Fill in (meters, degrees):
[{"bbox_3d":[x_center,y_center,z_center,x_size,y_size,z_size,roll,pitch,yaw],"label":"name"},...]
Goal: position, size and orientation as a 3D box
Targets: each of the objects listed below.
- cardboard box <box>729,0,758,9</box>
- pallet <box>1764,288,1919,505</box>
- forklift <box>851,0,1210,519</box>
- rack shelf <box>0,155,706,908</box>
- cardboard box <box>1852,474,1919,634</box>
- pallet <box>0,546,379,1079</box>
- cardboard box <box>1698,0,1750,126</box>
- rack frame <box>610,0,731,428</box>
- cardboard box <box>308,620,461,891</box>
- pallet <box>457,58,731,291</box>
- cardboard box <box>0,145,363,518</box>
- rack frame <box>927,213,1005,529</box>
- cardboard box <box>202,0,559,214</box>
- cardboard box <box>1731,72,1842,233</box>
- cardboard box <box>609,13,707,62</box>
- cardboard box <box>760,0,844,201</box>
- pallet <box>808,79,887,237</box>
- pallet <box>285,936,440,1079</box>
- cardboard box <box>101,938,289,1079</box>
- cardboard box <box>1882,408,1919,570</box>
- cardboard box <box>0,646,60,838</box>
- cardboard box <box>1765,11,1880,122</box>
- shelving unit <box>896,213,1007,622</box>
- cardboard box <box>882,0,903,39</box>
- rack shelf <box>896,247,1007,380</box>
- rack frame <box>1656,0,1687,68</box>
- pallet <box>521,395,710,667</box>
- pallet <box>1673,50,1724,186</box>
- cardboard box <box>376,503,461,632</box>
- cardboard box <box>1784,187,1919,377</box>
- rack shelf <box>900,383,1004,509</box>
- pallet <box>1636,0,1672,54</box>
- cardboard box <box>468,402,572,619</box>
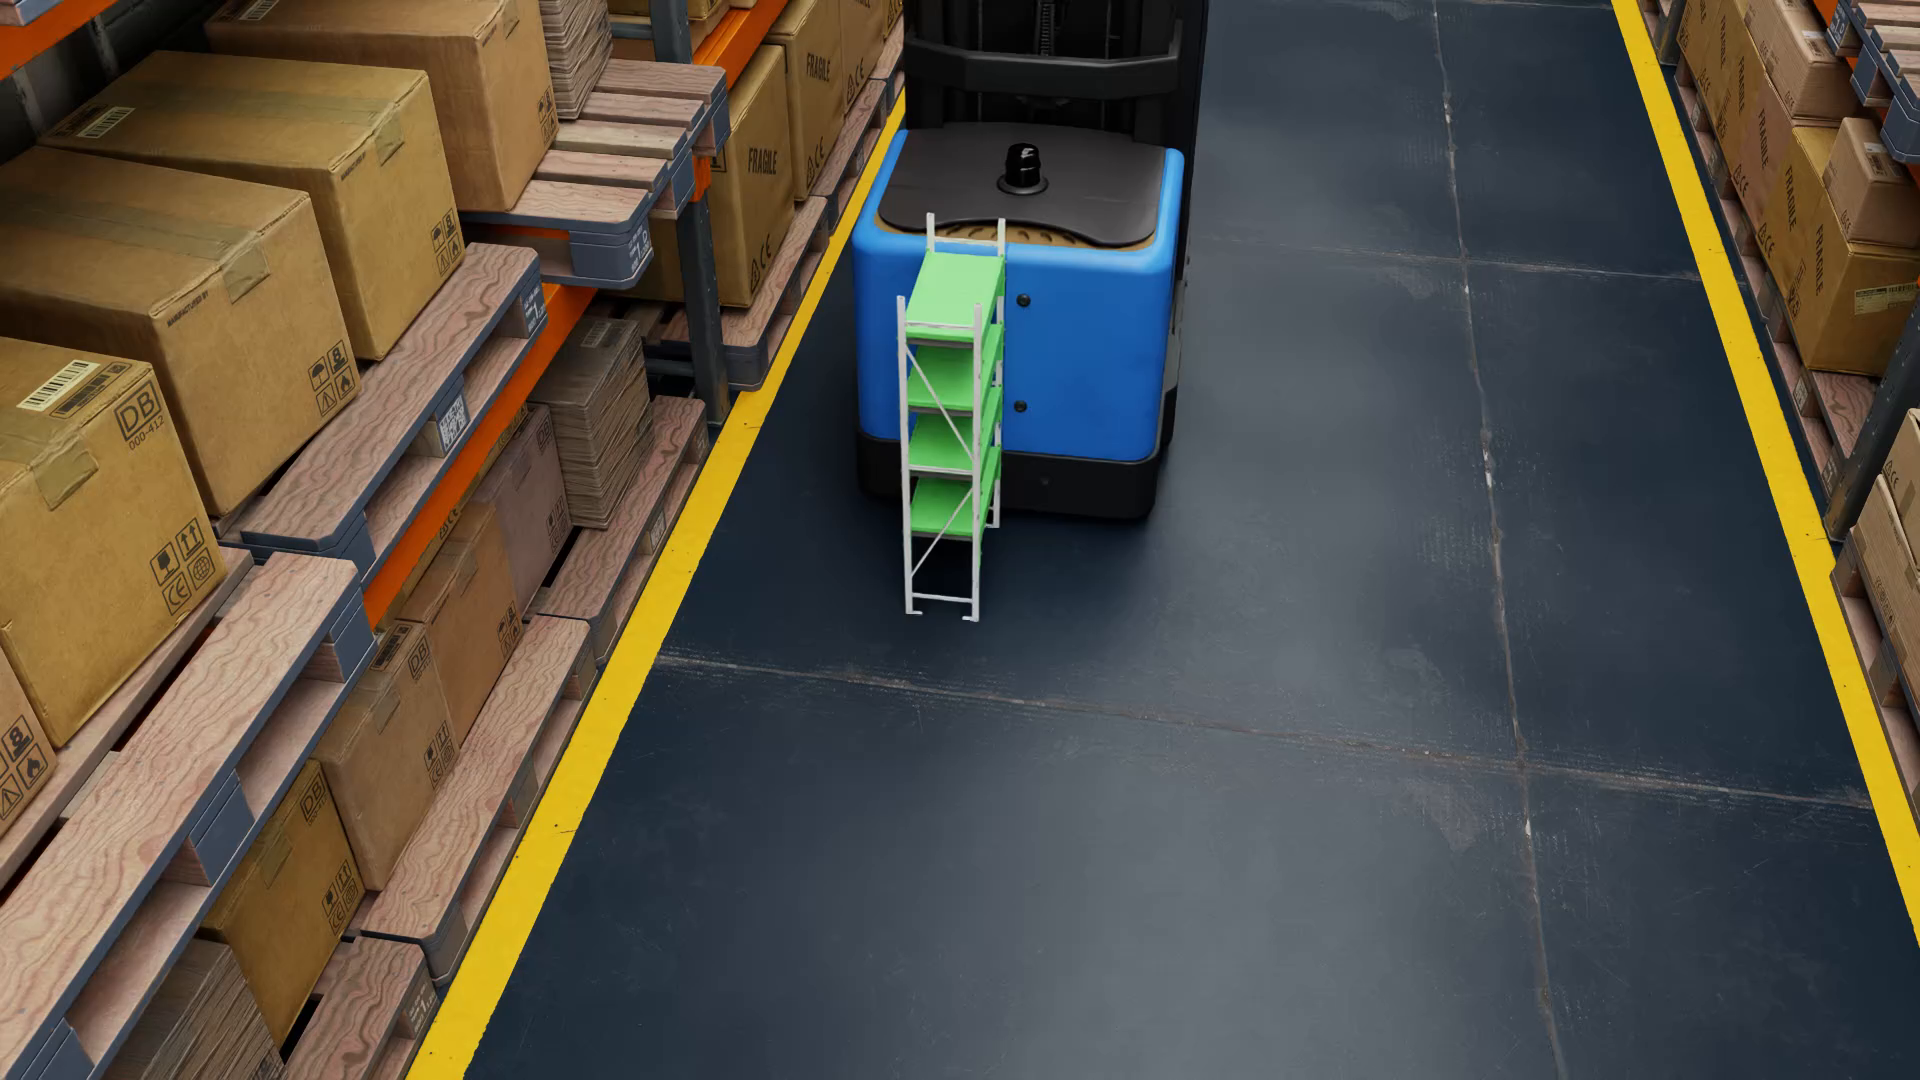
[{"bbox_3d":[-0.911,-2.078,6.091,0.380,0.149,0.250,8,40,9],"label":"cardboard box"},{"bbox_3d":[3.668,-0.518,6.210,1.003,0.211,1.213,6,40,8],"label":"pallet"},{"bbox_3d":[0.378,-2.140,6.038,1.130,2.935,3.031,6,40,7],"label":"forklift"},{"bbox_3d":[-1.724,-0.139,4.129,1.077,0.370,4.000,6,40,8],"label":"rack shelf"},{"bbox_3d":[3.122,0.066,5.144,0.500,0.250,0.500,6,40,8],"label":"cardboard box"},{"bbox_3d":[-1.794,0.449,3.004,1.003,0.211,1.213,6,40,8],"label":"pallet"},{"bbox_3d":[3.789,-2.232,7.712,0.500,0.500,0.500,7,40,8],"label":"cardboard box"},{"bbox_3d":[-1.378,-1.672,5.418,1.000,3.000,0.127,6,40,8],"label":"rack frame"},{"bbox_3d":[-1.791,0.523,4.380,0.700,0.500,0.500,7,40,8],"label":"cardboard box"},{"bbox_3d":[-1.396,-1.139,4.924,1.213,0.211,1.003,6,40,8],"label":"pallet"},{"bbox_3d":[-1.761,-0.452,3.519,0.700,0.500,0.500,12,41,14],"label":"cardboard box"},{"bbox_3d":[0.018,-0.518,5.435,0.240,1.200,0.015,6,40,7],"label":"rack frame"},{"bbox_3d":[-1.519,-1.230,4.460,0.700,0.500,0.500,3,40,3],"label":"cardboard box"},{"bbox_3d":[3.607,-1.602,6.950,0.500,0.500,0.500,5,40,6],"label":"cardboard box"},{"bbox_3d":[-1.093,-1.764,5.711,0.380,0.149,0.250,6,40,7],"label":"cardboard box"},{"bbox_3d":[-0.963,-2.001,7.174,0.750,0.750,0.750,6,40,7],"label":"cardboard box"},{"bbox_3d":[-0.954,-1.847,7.818,1.003,0.211,1.213,6,40,8],"label":"pallet"},{"bbox_3d":[-1.937,1.425,3.861,1.003,0.211,1.213,6,40,8],"label":"pallet"},{"bbox_3d":[-1.959,1.169,3.599,0.700,0.500,0.500,8,40,9],"label":"cardboard box"},{"bbox_3d":[3.122,-0.150,4.965,0.500,0.311,0.500,8,40,9],"label":"cardboard box"},{"bbox_3d":[-1.948,0.315,2.591,0.700,0.500,0.500,7,40,8],"label":"cardboard box"},{"bbox_3d":[3.611,-1.914,6.739,0.500,0.250,0.500,6,40,7],"label":"cardboard box"},{"bbox_3d":[-0.020,-0.365,5.249,0.258,1.200,0.503,6,40,7],"label":"shelving unit"},{"bbox_3d":[-0.670,-3.093,8.495,0.750,0.750,0.750,7,40,8],"label":"cardboard box"},{"bbox_3d":[-0.020,-0.685,4.984,0.258,0.148,0.480,6,40,7],"label":"rack shelf"},{"bbox_3d":[4.194,-3.638,7.796,1.000,3.000,0.127,6,40,8],"label":"rack frame"},{"bbox_3d":[-1.515,-0.107,5.714,1.003,0.211,1.213,6,40,8],"label":"pallet"},{"bbox_3d":[4.090,-2.049,8.063,1.003,0.211,1.213,6,40,8],"label":"pallet"},{"bbox_3d":[-1.696,-0.035,4.466,0.500,0.250,0.500,6,40,7],"label":"cardboard box"},{"bbox_3d":[3.432,-0.947,6.158,0.500,0.500,0.500,8,40,9],"label":"cardboard box"},{"bbox_3d":[-0.020,-0.315,5.290,0.258,0.148,0.480,6,40,7],"label":"rack shelf"},{"bbox_3d":[4.314,-2.994,9.206,1.003,0.211,1.213,6,40,8],"label":"pallet"},{"bbox_3d":[-1.655,-0.110,5.145,0.700,0.500,0.500,6,40,8],"label":"cardboard box"}]
